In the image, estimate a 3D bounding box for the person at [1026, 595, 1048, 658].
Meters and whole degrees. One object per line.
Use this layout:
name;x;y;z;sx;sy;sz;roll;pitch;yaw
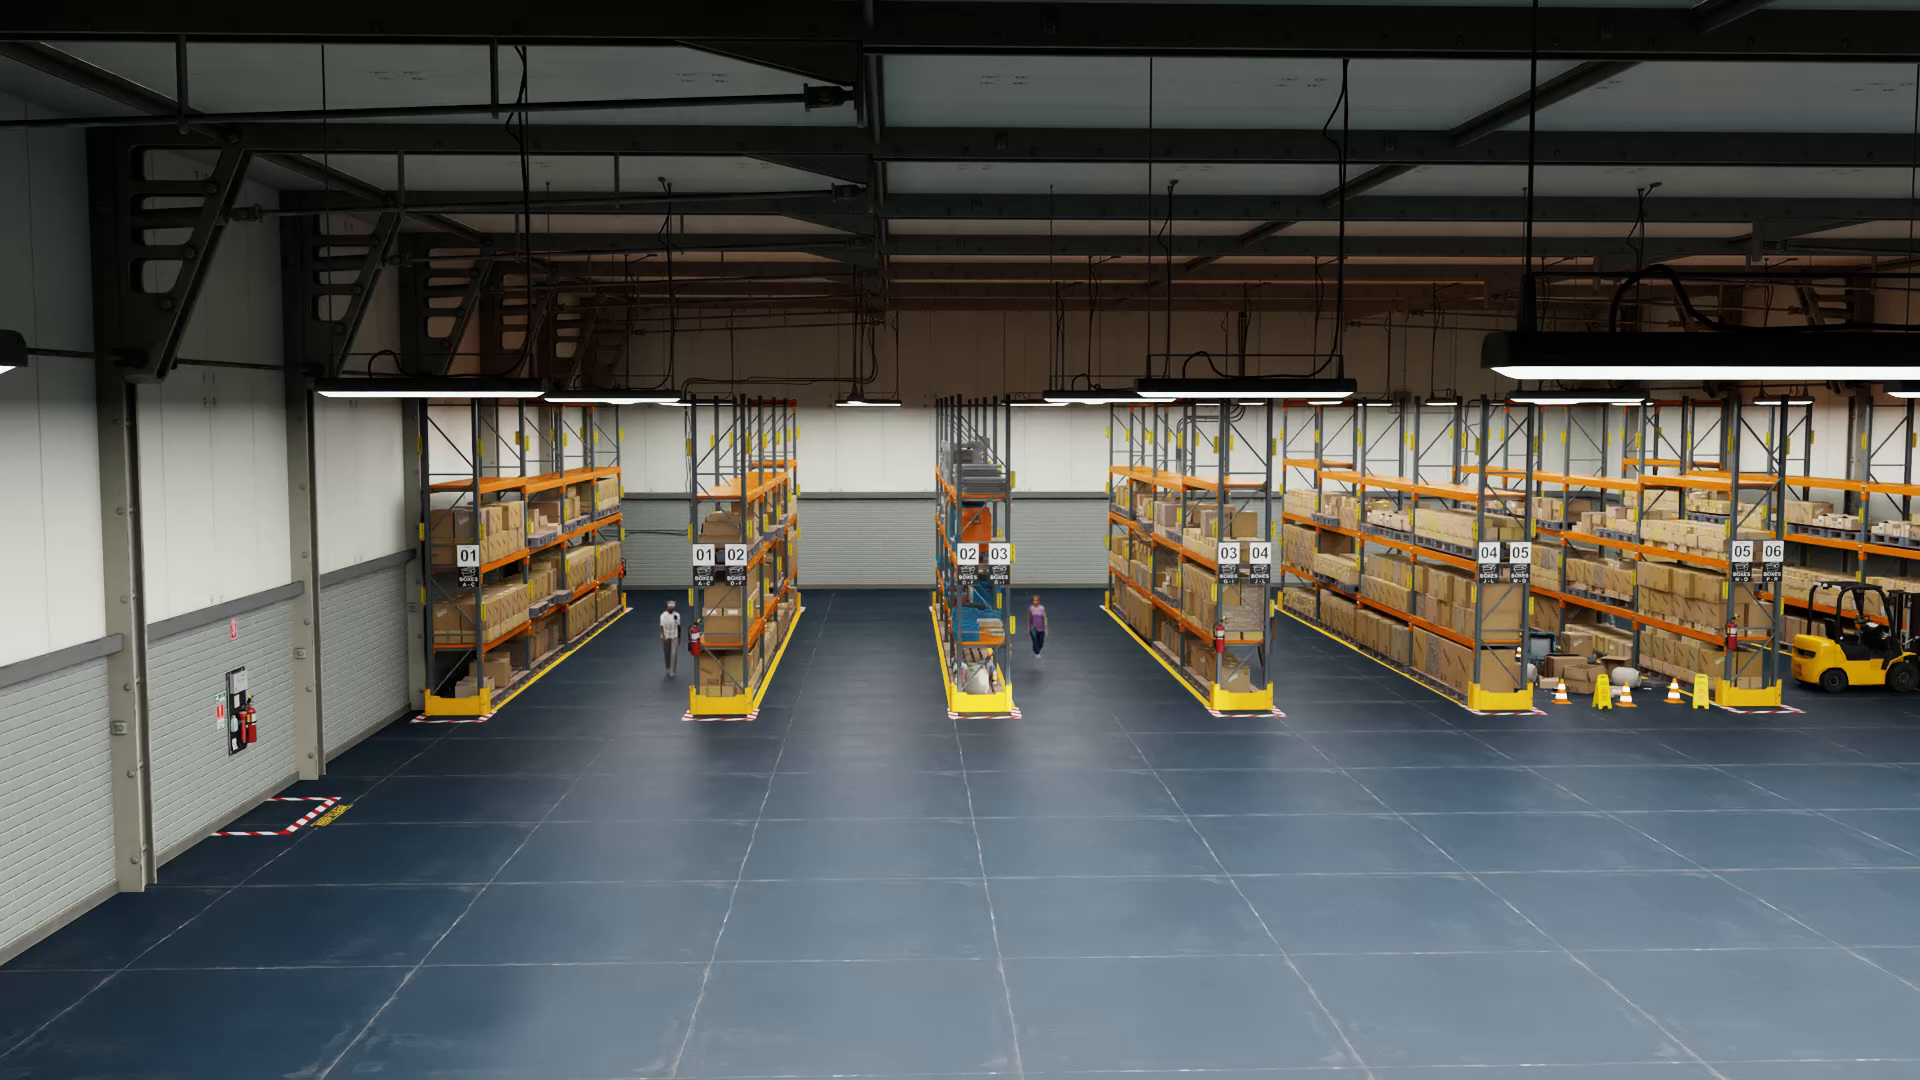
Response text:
person;1.704;1.898;36.509;0.436;1.376;0.975;-1;5;-10

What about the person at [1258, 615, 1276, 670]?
person;6.691;2.035;36.615;0.507;1.636;0.578;1;5;9

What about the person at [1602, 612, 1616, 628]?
person;17.022;1.468;43.412;0.443;1.621;0.951;-1;5;-10

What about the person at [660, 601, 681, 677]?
person;-6.194;2.100;35.574;0.442;1.617;0.979;-1;5;-11
